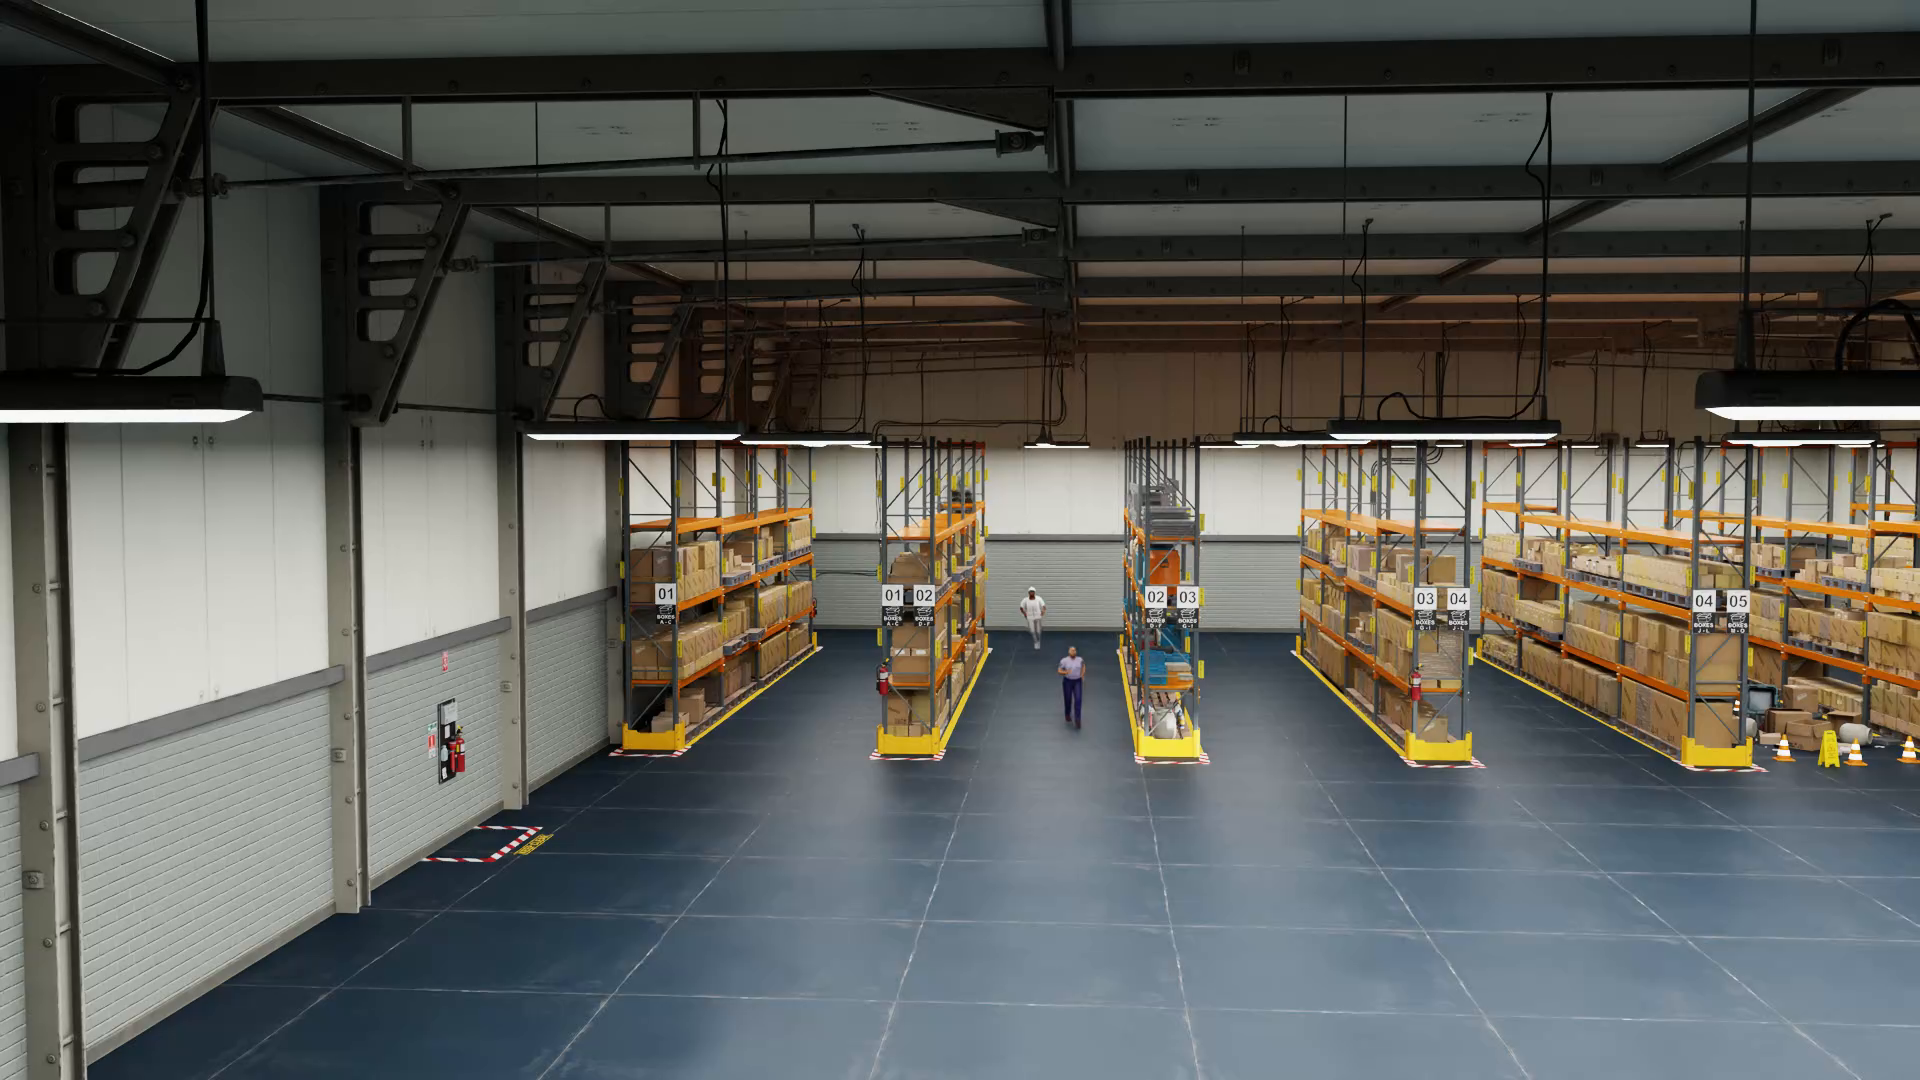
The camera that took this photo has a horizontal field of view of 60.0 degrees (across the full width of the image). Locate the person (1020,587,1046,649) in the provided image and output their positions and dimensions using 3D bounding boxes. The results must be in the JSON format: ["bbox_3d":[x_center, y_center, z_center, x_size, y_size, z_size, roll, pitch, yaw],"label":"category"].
[{"bbox_3d":[2.013,2.165,45.939,0.718,1.733,0.626,0,3,-1],"label":"person"}]

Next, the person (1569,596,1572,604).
[{"bbox_3d":[16.435,2.415,44.981,0.640,1.824,0.814,0,3,5],"label":"person"}]

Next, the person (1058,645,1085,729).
[{"bbox_3d":[2.336,3.030,34.626,0.598,1.672,0.874,0,3,-2],"label":"person"}]
